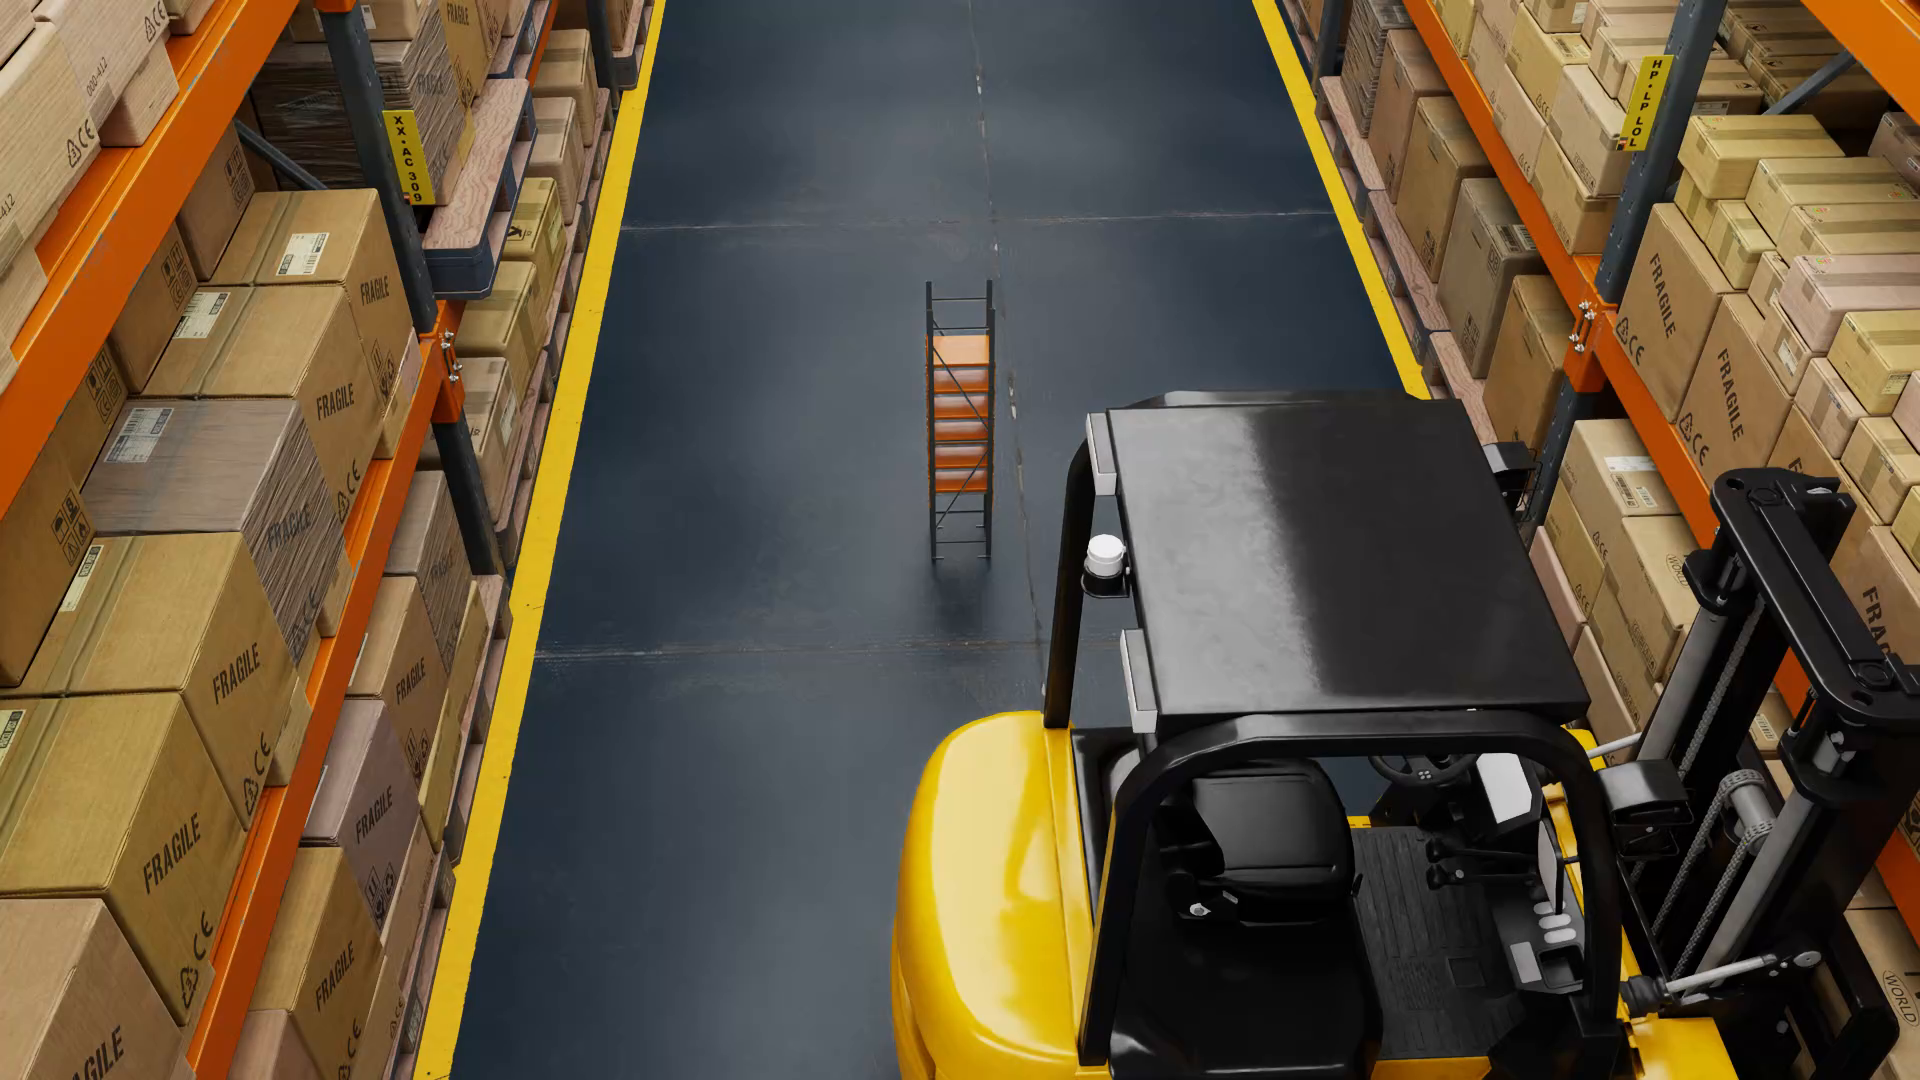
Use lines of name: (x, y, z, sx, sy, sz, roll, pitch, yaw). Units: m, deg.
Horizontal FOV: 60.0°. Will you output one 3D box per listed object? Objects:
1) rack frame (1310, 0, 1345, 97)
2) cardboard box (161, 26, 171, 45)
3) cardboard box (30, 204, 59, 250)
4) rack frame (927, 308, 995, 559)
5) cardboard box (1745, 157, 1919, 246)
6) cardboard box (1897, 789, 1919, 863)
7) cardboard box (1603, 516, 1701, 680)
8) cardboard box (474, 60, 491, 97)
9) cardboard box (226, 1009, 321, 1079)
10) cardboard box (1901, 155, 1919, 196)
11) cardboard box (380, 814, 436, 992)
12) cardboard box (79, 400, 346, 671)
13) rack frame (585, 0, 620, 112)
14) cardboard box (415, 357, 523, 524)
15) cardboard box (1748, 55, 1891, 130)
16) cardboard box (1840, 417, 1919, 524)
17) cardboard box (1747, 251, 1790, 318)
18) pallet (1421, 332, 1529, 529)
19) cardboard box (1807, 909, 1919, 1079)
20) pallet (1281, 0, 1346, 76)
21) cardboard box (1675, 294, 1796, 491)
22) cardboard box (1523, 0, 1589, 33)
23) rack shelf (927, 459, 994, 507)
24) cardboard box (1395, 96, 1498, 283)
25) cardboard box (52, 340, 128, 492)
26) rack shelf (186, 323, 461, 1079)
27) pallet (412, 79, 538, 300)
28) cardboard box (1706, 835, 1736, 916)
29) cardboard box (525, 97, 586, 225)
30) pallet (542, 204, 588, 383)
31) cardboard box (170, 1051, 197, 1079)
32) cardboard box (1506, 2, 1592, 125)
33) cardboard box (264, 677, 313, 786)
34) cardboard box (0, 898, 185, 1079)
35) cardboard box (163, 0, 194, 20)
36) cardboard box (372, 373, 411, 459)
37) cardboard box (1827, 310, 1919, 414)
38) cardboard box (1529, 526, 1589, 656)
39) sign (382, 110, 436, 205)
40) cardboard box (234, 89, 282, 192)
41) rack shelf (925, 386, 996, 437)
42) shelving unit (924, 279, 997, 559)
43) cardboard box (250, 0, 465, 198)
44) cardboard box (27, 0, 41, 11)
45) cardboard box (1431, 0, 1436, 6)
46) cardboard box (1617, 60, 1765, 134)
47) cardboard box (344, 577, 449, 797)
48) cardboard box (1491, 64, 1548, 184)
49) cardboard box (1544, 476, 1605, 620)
rack frame: (2.526, -3.696, 8.562, 1.000, 3.000, 0.127, -2, 43, -2)
cardboard box: (-2.024, -1.142, 3.741, 0.380, 0.149, 0.250, -3, 43, -3)
cardboard box: (-1.974, -0.613, 3.165, 0.380, 0.149, 0.250, -2, 43, -2)
rack frame: (0.005, -0.371, 6.267, 0.240, 1.200, 0.006, -2, 43, -2)
cardboard box: (2.532, -0.984, 4.829, 0.380, 0.149, 0.250, -1, 43, -1)
cardboard box: (2.548, 0.647, 3.750, 0.500, 0.500, 0.500, -2, 43, -3)
cardboard box: (2.415, 0.176, 5.322, 0.500, 0.250, 0.500, -2, 43, -2)
cardboard box: (-2.030, -1.827, 6.399, 0.380, 0.149, 0.250, -1, 43, -1)
cardboard box: (-1.879, 1.511, 4.051, 0.500, 0.500, 0.500, -3, 43, -3)
cardboard box: (2.981, -1.003, 4.851, 0.380, 0.149, 0.250, -3, 43, -3)
cardboard box: (-1.920, 1.103, 5.051, 0.500, 0.250, 0.500, -1, 43, -1)
cardboard box: (-1.940, -0.006, 4.243, 0.500, 0.500, 0.500, -1, 43, -1)
rack frame: (-2.433, -3.551, 8.404, 1.000, 3.000, 0.127, -2, 43, -2)
cardboard box: (-2.288, -0.390, 6.590, 0.950, 0.372, 0.625, -1, 43, -1)
cardboard box: (2.895, -1.515, 5.628, 0.380, 0.149, 0.250, -3, 43, -3)
cardboard box: (2.472, -0.183, 4.176, 0.380, 0.149, 0.250, -3, 43, -3)
cardboard box: (2.498, -0.699, 4.738, 0.380, 0.149, 0.250, -2, 43, -2)
pallet: (2.626, -0.464, 7.099, 1.003, 0.211, 1.213, -2, 43, -2)
cardboard box: (2.476, 1.209, 4.196, 0.500, 0.250, 0.500, -1, 43, -1)
pallet: (2.532, -3.173, 10.055, 1.003, 0.211, 1.213, -2, 43, -2)
cardboard box: (2.493, -0.374, 4.864, 0.500, 0.500, 0.500, -1, 43, -1)
cardboard box: (2.329, -2.010, 6.168, 0.380, 0.149, 0.250, -3, 43, -3)
rack shelf: (0.001, -0.223, 6.526, 0.258, 0.103, 0.180, -2, 43, -2)
cardboard box: (2.603, -1.658, 7.786, 0.875, 0.625, 0.625, -3, 43, -4)
cardboard box: (-2.467, -0.377, 3.907, 0.700, 0.500, 0.500, -3, 43, -3)
rack shelf: (-2.178, 0.765, 4.228, 1.077, 0.370, 4.000, -2, 43, -2)
pallet: (-2.150, -1.300, 6.090, 1.003, 0.211, 1.213, -2, 43, -2)
cardboard box: (2.462, 1.035, 4.755, 0.500, 0.250, 0.500, -2, 43, -2)
cardboard box: (-2.379, -1.857, 8.190, 0.950, 0.372, 0.625, -2, 43, -3)
pallet: (-2.352, -1.173, 7.874, 1.003, 0.211, 1.213, -2, 43, -2)
cardboard box: (-1.821, 1.183, 3.425, 0.380, 0.149, 0.250, -1, 43, -1)
cardboard box: (2.391, -1.795, 6.230, 0.500, 0.250, 0.500, -3, 43, -3)
cardboard box: (-1.870, 0.483, 4.189, 0.380, 0.149, 0.250, -1, 43, -1)
cardboard box: (-1.861, 1.026, 3.116, 0.500, 0.500, 0.500, 0, 43, 0)
cardboard box: (-1.953, -1.379, 3.705, 0.500, 0.250, 0.500, -2, 43, -2)
cardboard box: (-1.927, -0.381, 5.132, 0.380, 0.149, 0.250, -1, 43, -1)
cardboard box: (2.481, -0.460, 4.258, 0.380, 0.149, 0.250, -2, 43, -2)
cardboard box: (2.386, 0.200, 6.036, 0.500, 0.250, 0.500, -1, 43, -1)
sign: (-1.721, -1.190, 5.188, 0.100, 0.325, 0.005, -2, 43, -2)
cardboard box: (-2.512, -1.457, 5.515, 0.500, 0.500, 0.500, -2, 43, -3)
rack shelf: (0.001, -0.488, 6.283, 0.258, 0.103, 0.180, -2, 43, -2)
shelving unit: (0.001, -0.433, 6.334, 0.258, 1.200, 0.189, -2, 43, -2)
cardboard box: (-1.996, -1.476, 5.536, 0.500, 0.500, 0.500, -1, 43, -1)
cardboard box: (-1.909, -1.076, 3.079, 0.380, 0.149, 0.250, -1, 43, -1)
cardboard box: (2.346, -2.646, 7.528, 0.500, 0.250, 0.500, -3, 43, -3)
cardboard box: (2.460, -1.495, 5.607, 0.380, 0.149, 0.250, 0, 43, 0)
cardboard box: (-1.946, 0.467, 5.190, 0.500, 0.500, 0.500, -1, 43, -1)
cardboard box: (2.386, -1.612, 6.400, 0.500, 0.250, 0.500, -2, 43, -2)
cardboard box: (2.408, 0.015, 5.868, 0.500, 0.250, 0.500, -2, 43, -2)
